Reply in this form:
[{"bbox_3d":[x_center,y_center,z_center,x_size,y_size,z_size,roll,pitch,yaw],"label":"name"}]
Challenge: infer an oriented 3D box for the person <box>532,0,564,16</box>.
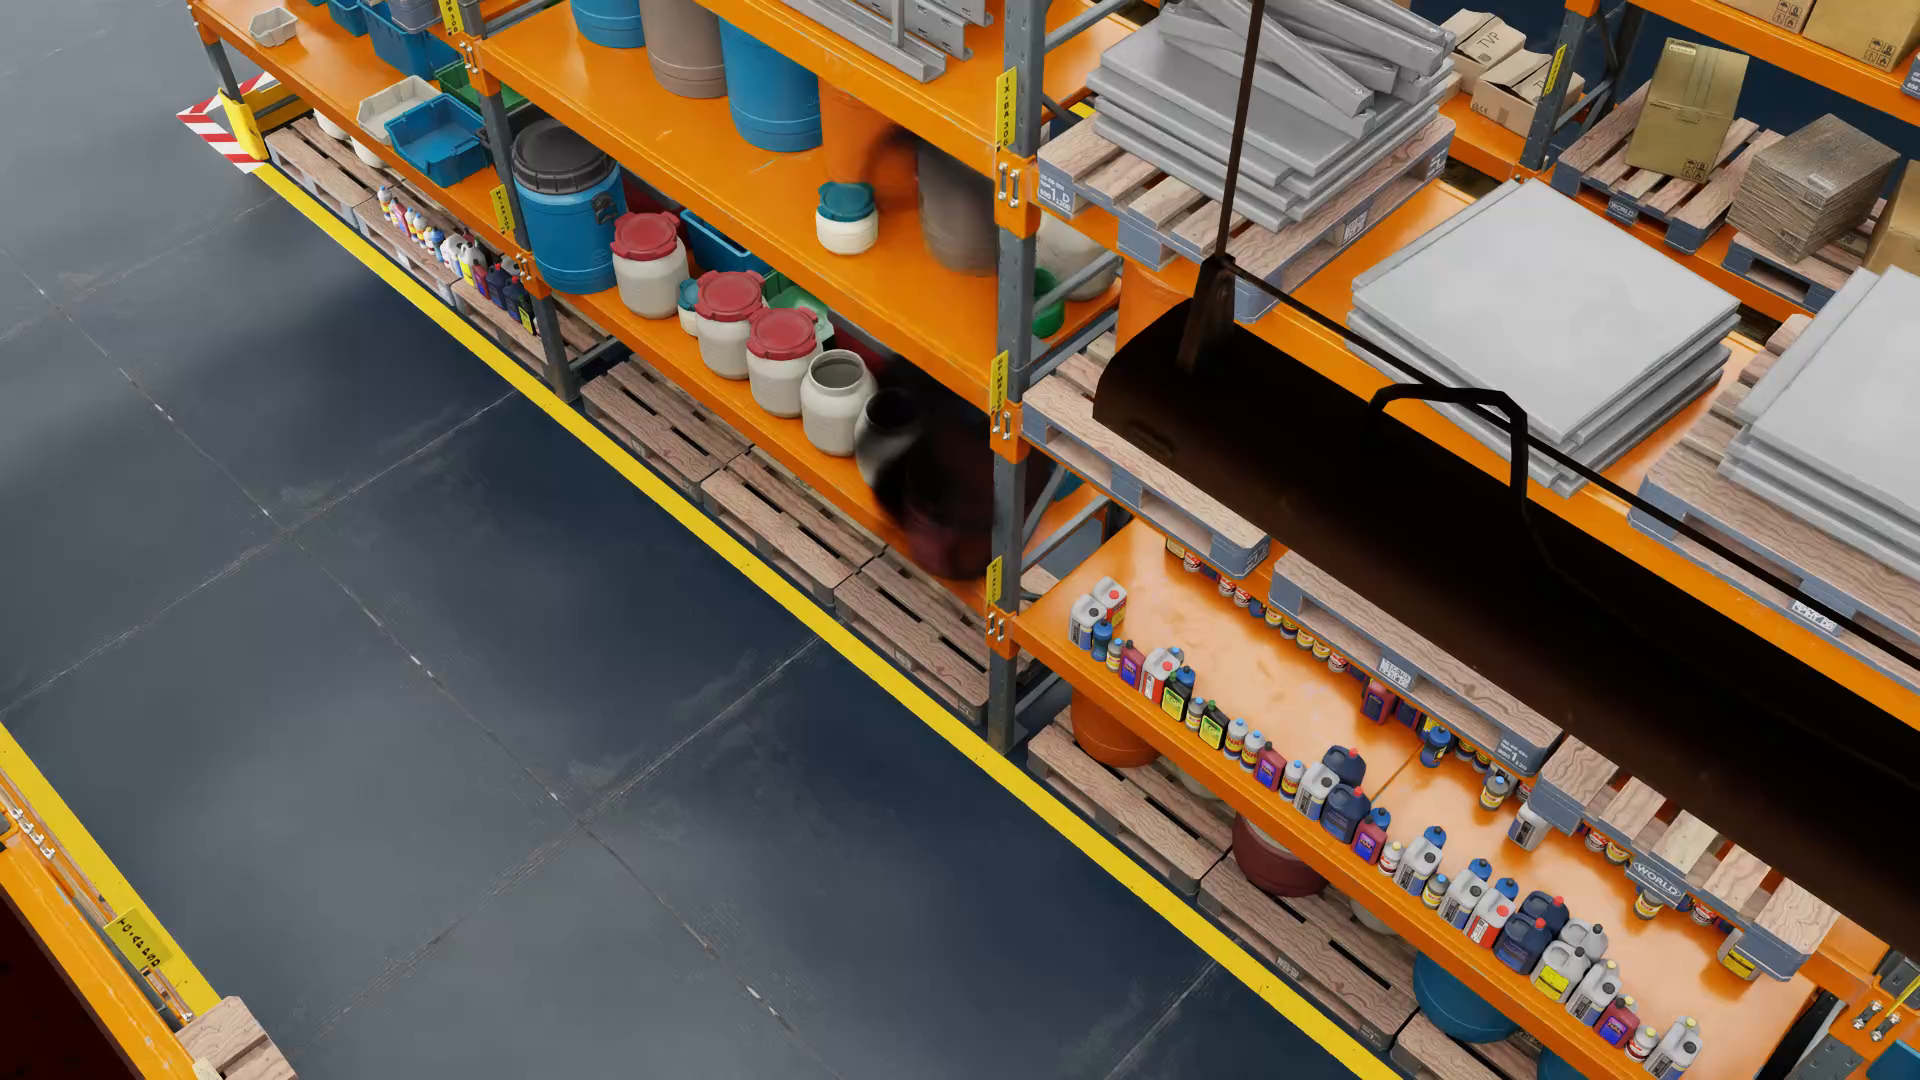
[{"bbox_3d":[-3.264,-4.388,13.039,0.828,1.590,0.693,8,51,7],"label":"person"}]
